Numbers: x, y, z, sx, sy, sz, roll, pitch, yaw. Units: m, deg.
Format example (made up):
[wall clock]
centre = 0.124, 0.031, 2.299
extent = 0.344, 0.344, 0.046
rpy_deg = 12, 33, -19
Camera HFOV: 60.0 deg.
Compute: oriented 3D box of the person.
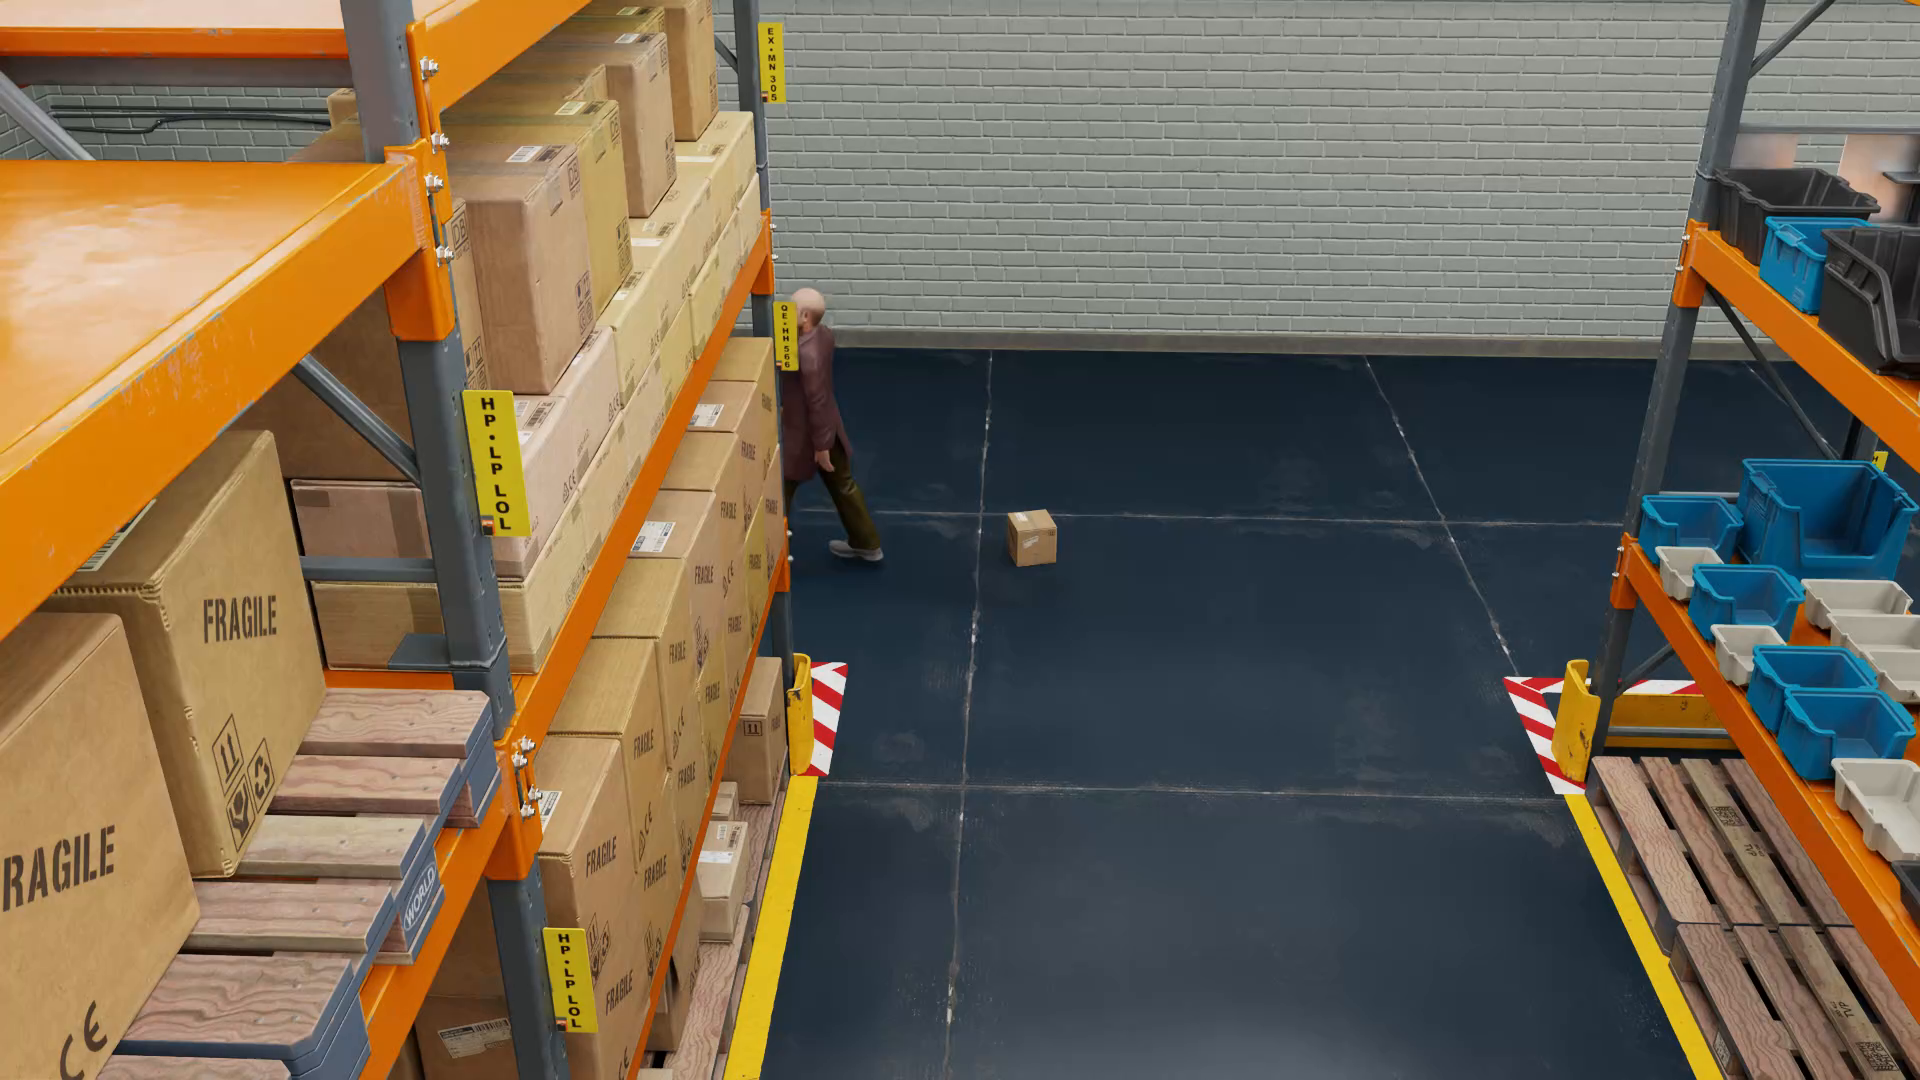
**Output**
[person]
centre = -0.957, -0.647, 9.852
extent = 0.979, 1.769, 0.573
rpy_deg = 6, 28, 12
